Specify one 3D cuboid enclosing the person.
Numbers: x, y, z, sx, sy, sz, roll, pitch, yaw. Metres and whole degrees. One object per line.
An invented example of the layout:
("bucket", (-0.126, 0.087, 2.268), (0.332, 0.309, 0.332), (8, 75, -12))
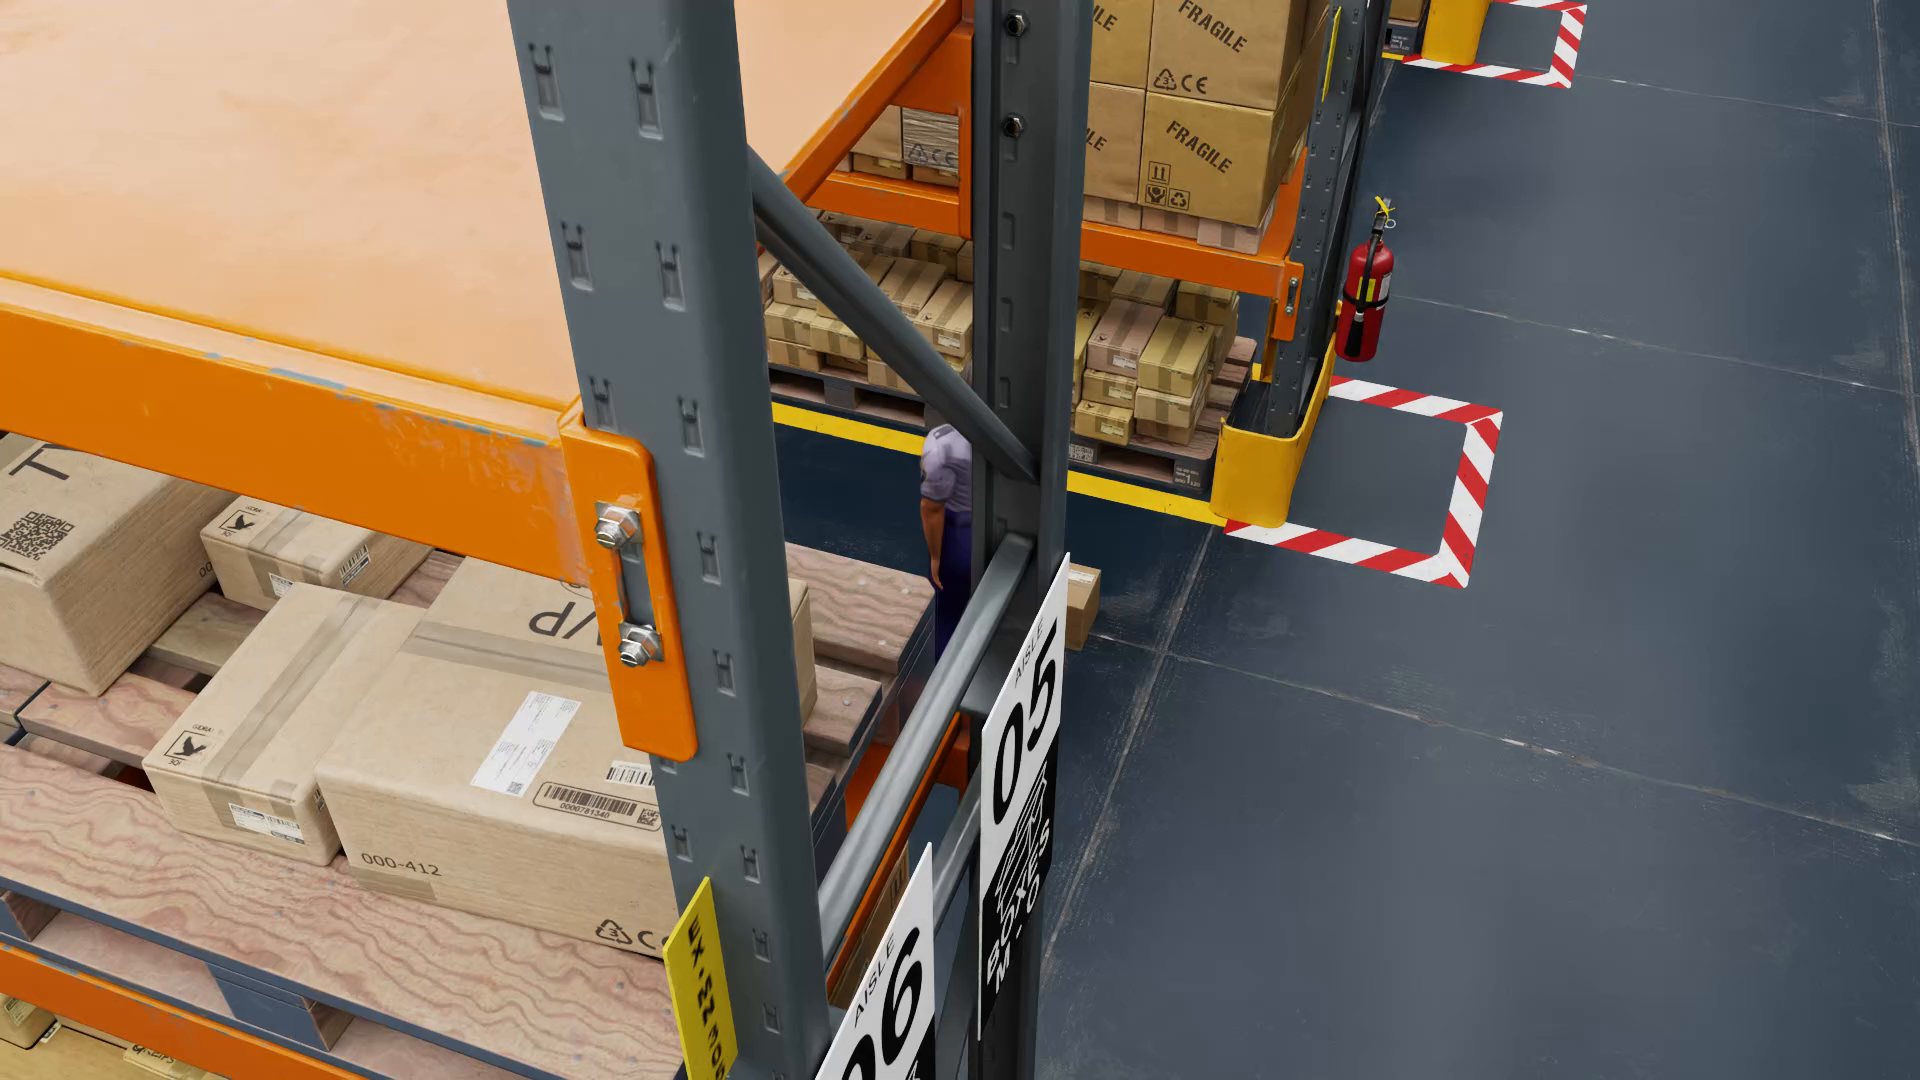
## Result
("person", (0.072, 0.011, 6.133), (0.597, 1.657, 0.430), (-11, 43, -12))
